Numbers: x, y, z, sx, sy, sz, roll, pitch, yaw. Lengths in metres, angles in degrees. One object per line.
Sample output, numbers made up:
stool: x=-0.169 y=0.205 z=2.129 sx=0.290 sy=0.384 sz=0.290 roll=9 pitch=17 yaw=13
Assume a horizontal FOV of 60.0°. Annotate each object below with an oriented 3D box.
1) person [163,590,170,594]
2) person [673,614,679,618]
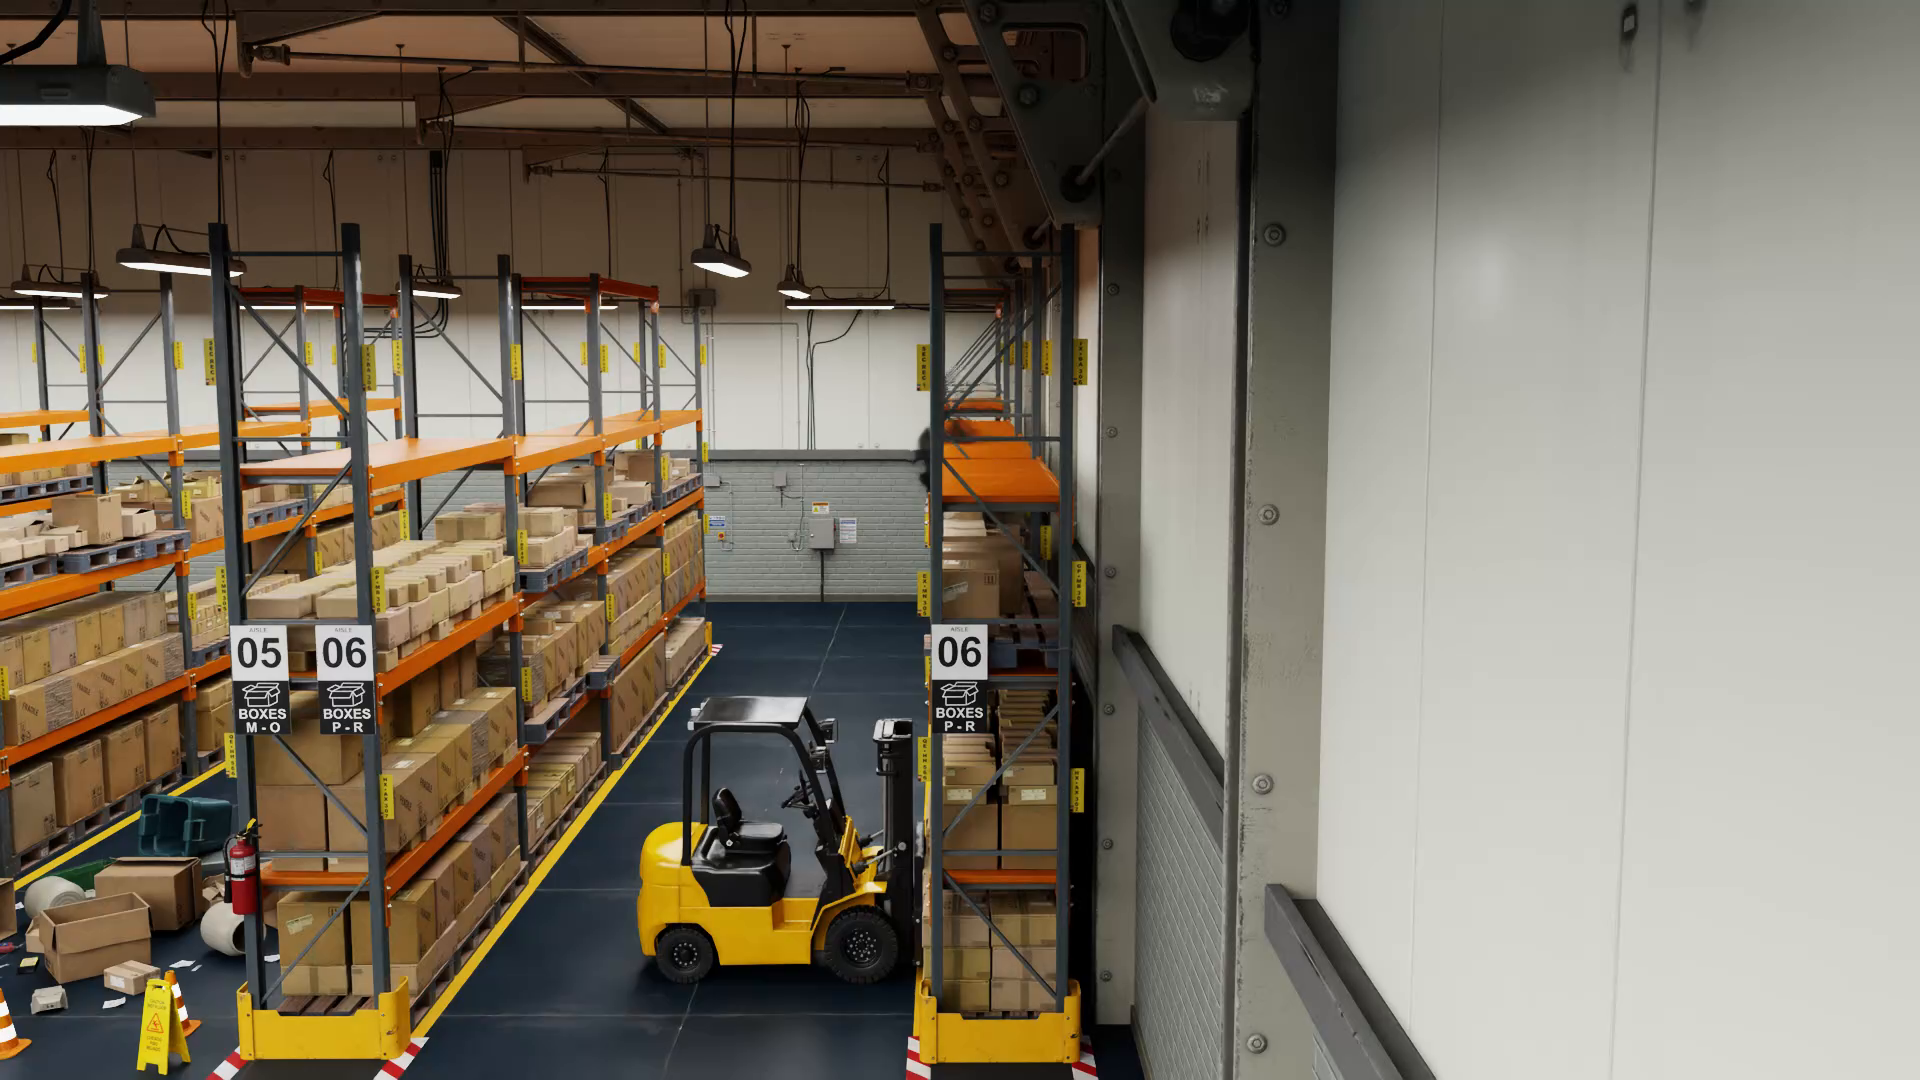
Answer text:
person: x=-11.420 y=1.513 z=24.239 sx=0.619 sy=1.658 sz=1.067 roll=0 pitch=7 yaw=-3
person: x=-5.113 y=0.932 z=29.231 sx=0.626 sy=1.626 sz=0.577 roll=0 pitch=7 yaw=2
